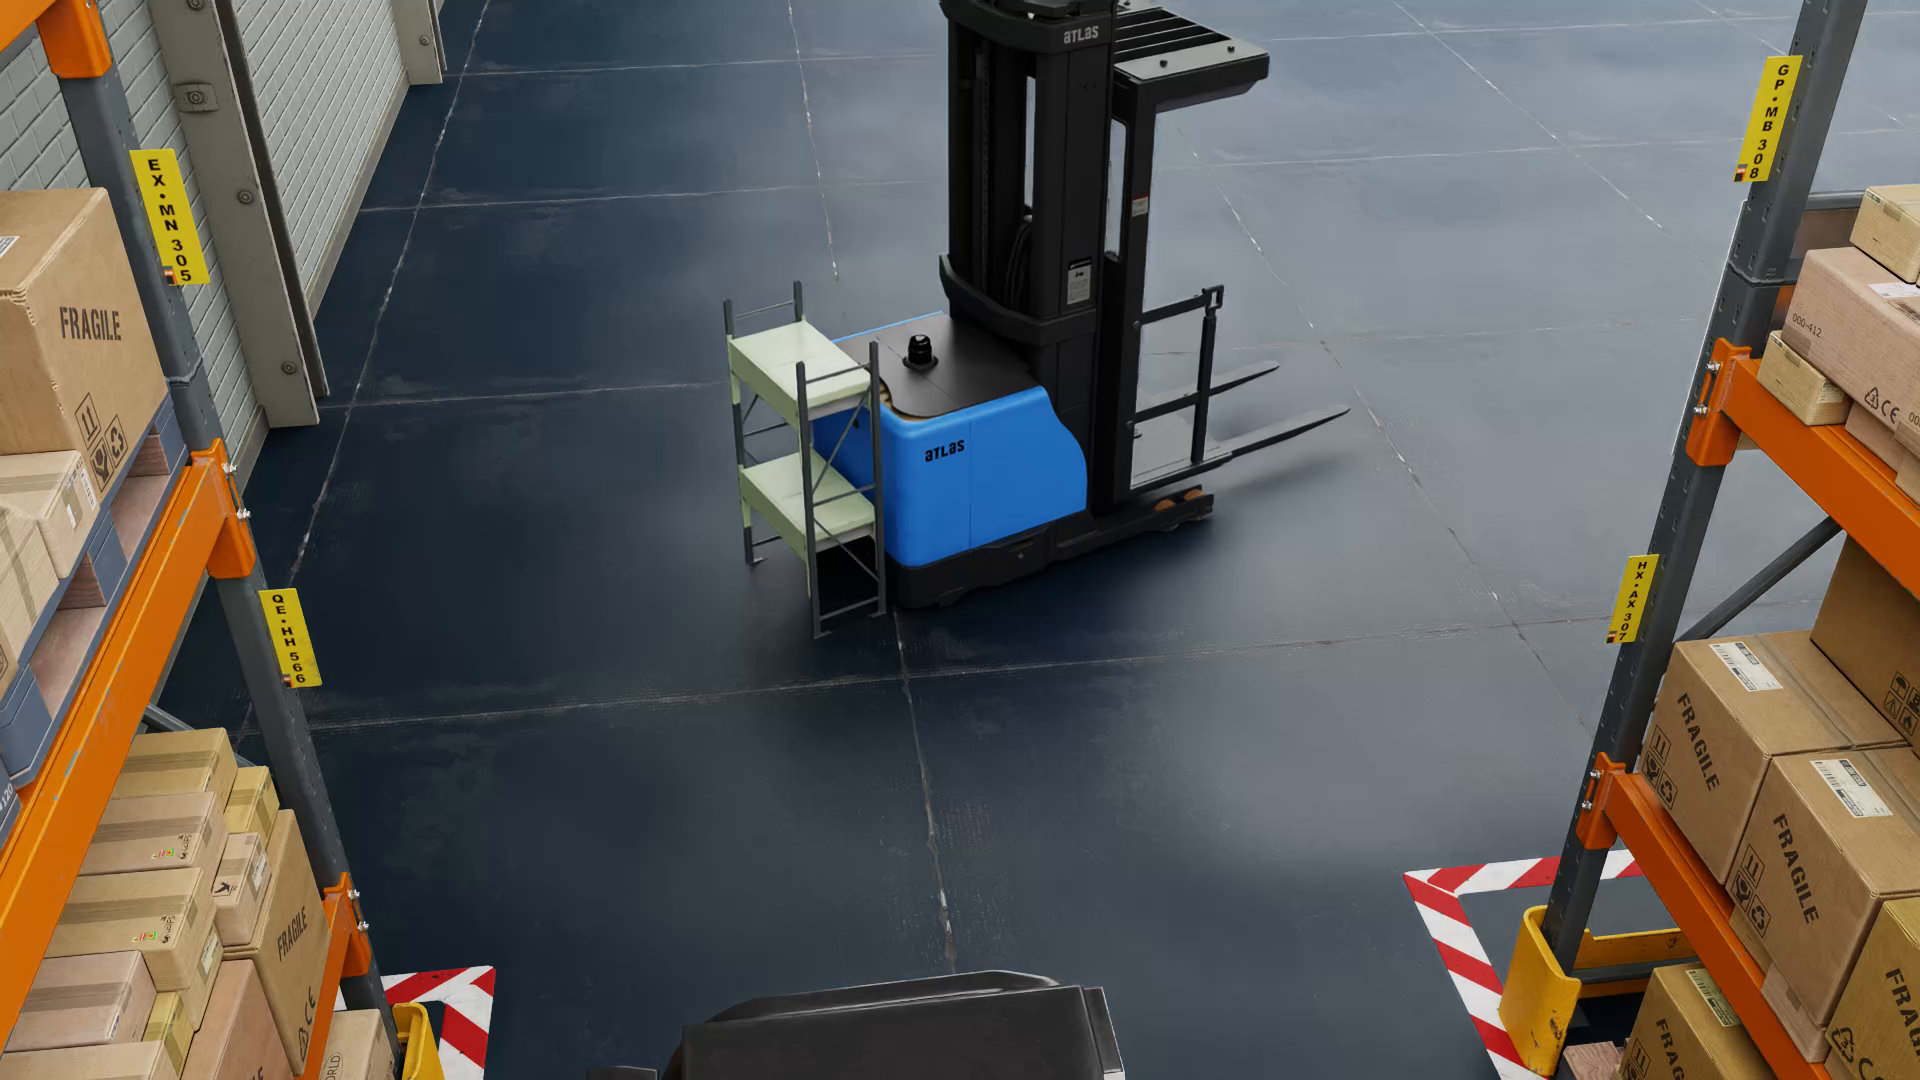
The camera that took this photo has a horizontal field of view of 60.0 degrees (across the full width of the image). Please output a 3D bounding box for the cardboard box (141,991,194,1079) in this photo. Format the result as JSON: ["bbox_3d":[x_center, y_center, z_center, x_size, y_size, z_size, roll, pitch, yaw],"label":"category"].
[{"bbox_3d":[-1.952,1.168,3.708,0.380,0.149,0.250,-5,35,-7],"label":"cardboard box"}]

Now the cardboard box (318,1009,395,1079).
[{"bbox_3d":[-1.965,1.659,4.833,0.500,0.250,0.500,-3,34,-5],"label":"cardboard box"}]

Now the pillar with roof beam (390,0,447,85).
[{"bbox_3d":[-0.484,-8.169,12.746,9.100,9.000,0.400,-4,35,-6],"label":"pillar with roof beam"}]

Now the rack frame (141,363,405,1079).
[{"bbox_3d":[-2.336,0.876,4.801,1.000,3.000,0.127,-4,35,-6],"label":"rack frame"}]

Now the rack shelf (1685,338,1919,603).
[{"bbox_3d":[2.851,0.672,3.076,1.077,0.370,4.000,-4,35,-6],"label":"rack shelf"}]

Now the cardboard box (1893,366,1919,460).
[{"bbox_3d":[2.444,-0.220,3.615,0.500,0.250,0.500,-5,35,-7],"label":"cardboard box"}]

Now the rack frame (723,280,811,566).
[{"bbox_3d":[-0.927,-0.553,8.229,0.400,1.500,0.023,-19,39,-26],"label":"rack frame"}]

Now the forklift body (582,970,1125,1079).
[{"bbox_3d":[-0.273,2.147,3.690,2.313,2.155,1.214,-4,35,-6],"label":"forklift body"}]

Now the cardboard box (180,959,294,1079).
[{"bbox_3d":[-1.949,1.379,3.973,0.500,0.500,0.500,-3,34,-5],"label":"cardboard box"}]

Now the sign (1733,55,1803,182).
[{"bbox_3d":[2.044,-1.062,4.205,0.100,0.325,0.005,-4,35,-6],"label":"sign"}]

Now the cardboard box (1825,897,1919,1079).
[{"bbox_3d":[2.513,1.192,3.985,0.500,0.500,0.500,-5,35,-7],"label":"cardboard box"}]

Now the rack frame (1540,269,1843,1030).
[{"bbox_3d":[2.582,0.498,5.356,1.000,3.000,0.127,-4,35,-6],"label":"rack frame"}]

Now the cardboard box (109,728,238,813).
[{"bbox_3d":[-2.079,0.627,4.237,0.380,0.149,0.250,-4,35,-6],"label":"cardboard box"}]

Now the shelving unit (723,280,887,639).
[{"bbox_3d":[-0.733,-0.378,7.973,0.431,1.500,0.755,-19,39,-26],"label":"shelving unit"}]

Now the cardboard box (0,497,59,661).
[{"bbox_3d":[-1.890,0.058,2.996,0.396,0.266,0.258,-4,35,-6],"label":"cardboard box"}]

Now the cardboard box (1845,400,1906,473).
[{"bbox_3d":[2.429,-0.289,4.069,0.380,0.149,0.250,-5,35,-8],"label":"cardboard box"}]

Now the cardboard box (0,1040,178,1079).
[{"bbox_3d":[-1.848,1.188,3.414,0.380,0.149,0.250,-4,34,-5],"label":"cardboard box"}]

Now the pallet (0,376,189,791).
[{"bbox_3d":[-2.267,0.069,3.400,1.003,0.211,1.213,-4,35,-6],"label":"pallet"}]

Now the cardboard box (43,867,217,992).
[{"bbox_3d":[-1.953,0.907,3.827,0.380,0.149,0.250,-4,34,-5],"label":"cardboard box"}]

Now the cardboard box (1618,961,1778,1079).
[{"bbox_3d":[2.420,1.635,5.090,0.500,0.500,0.500,-5,35,-8],"label":"cardboard box"}]

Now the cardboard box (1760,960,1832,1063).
[{"bbox_3d":[2.414,1.246,4.481,0.380,0.149,0.250,-4,34,-6],"label":"cardboard box"}]

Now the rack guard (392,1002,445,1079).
[{"bbox_3d":[-2.339,1.895,5.525,1.175,0.500,0.348,-4,35,-6],"label":"rack guard"}]

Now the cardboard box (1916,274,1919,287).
[{"bbox_3d":[2.477,-0.614,3.839,0.380,0.149,0.250,-5,35,-7],"label":"cardboard box"}]

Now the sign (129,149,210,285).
[{"bbox_3d":[-1.797,-0.730,3.778,0.100,0.325,0.005,-4,35,-6],"label":"sign"}]

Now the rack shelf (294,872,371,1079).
[{"bbox_3d":[-2.067,2.289,3.366,1.077,0.370,4.000,-4,35,-6],"label":"rack shelf"}]

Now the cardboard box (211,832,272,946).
[{"bbox_3d":[-1.948,0.879,4.132,0.380,0.149,0.250,-4,34,-6],"label":"cardboard box"}]

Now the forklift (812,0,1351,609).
[{"bbox_3d":[0.758,-1.490,8.334,3.031,2.935,1.130,-19,39,-26],"label":"forklift"}]

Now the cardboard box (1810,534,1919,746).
[{"bbox_3d":[2.867,0.189,4.568,0.700,0.500,0.500,-5,35,-8],"label":"cardboard box"}]

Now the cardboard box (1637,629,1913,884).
[{"bbox_3d":[2.371,0.619,4.825,0.500,0.500,0.500,-5,35,-7],"label":"cardboard box"}]

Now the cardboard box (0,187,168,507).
[{"bbox_3d":[-2.035,-0.391,3.447,0.500,0.500,0.500,-3,34,-5],"label":"cardboard box"}]

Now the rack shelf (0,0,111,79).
[{"bbox_3d":[-2.067,-0.025,1.789,1.077,0.370,4.000,-4,35,-6],"label":"rack shelf"}]

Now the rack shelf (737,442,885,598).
[{"bbox_3d":[-0.733,-0.109,8.157,0.431,0.370,0.720,-19,39,-26],"label":"rack shelf"}]
